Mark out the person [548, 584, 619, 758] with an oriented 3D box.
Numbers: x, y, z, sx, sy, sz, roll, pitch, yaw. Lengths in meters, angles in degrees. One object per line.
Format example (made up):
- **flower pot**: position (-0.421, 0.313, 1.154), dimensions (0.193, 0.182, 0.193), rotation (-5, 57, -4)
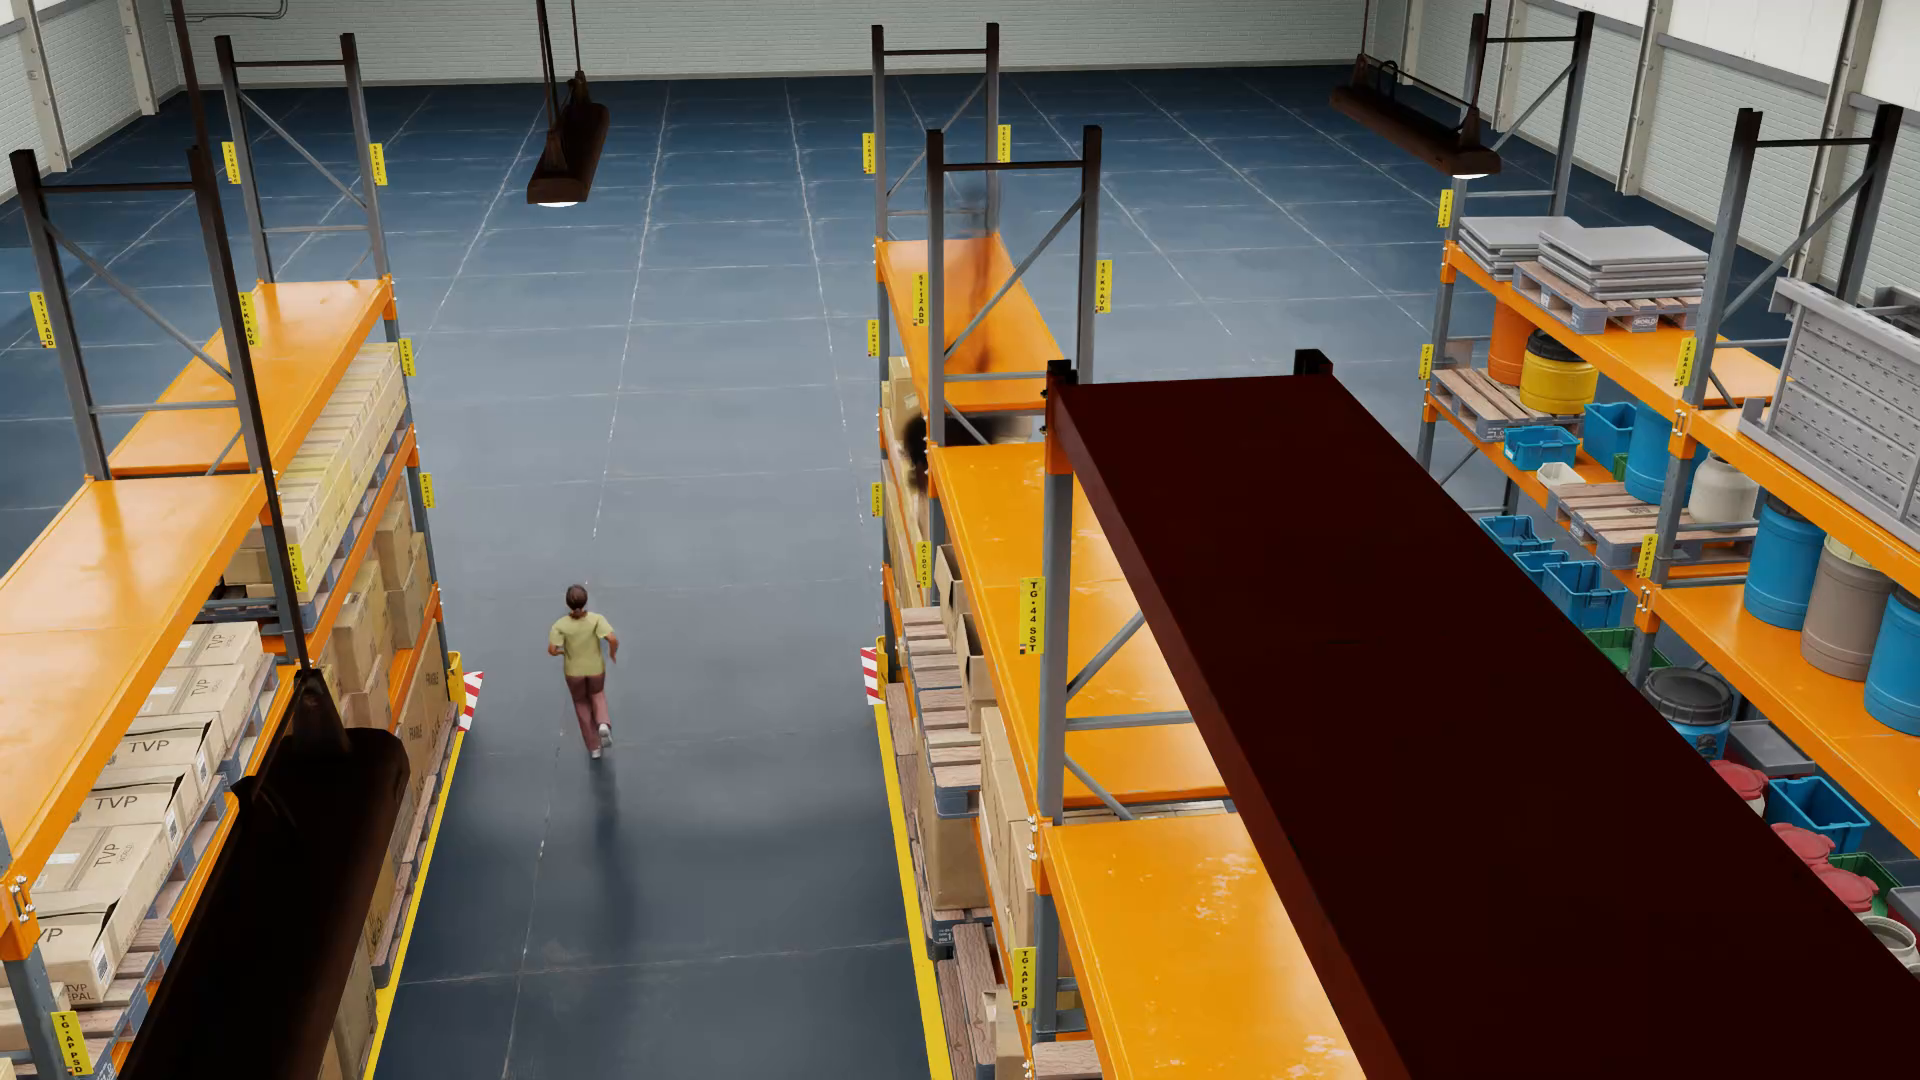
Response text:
- **person**: position (-3.211, 1.121, 14.292), dimensions (0.573, 1.628, 0.560), rotation (-8, 27, -17)
